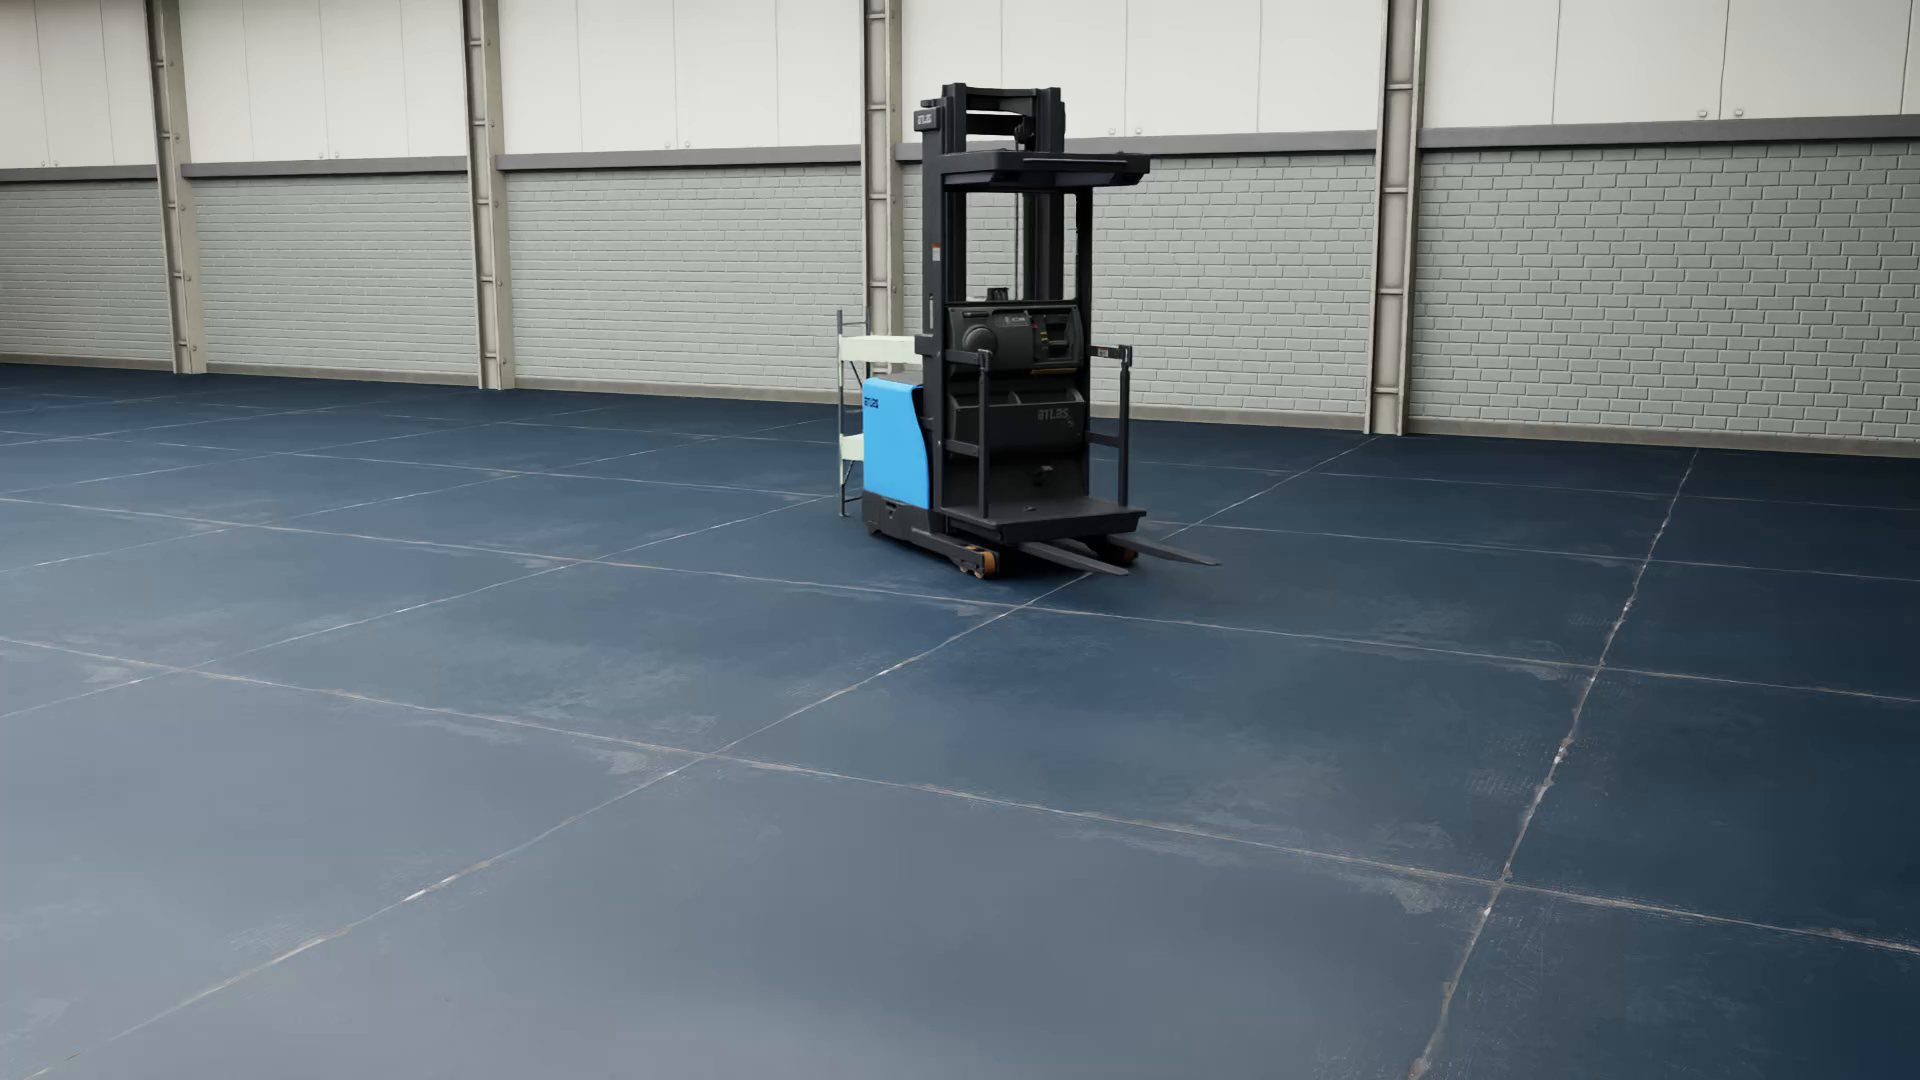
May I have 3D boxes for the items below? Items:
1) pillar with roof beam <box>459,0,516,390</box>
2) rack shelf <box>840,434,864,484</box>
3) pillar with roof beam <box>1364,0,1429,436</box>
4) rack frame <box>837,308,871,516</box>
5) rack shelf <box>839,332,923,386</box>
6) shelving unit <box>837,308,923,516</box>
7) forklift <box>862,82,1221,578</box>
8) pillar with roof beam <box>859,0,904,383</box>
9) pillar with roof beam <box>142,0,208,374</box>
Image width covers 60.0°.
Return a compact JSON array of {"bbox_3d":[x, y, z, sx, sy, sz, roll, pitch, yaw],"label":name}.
[{"bbox_3d":[-8.203,-5.807,18.046,0.400,9.000,9.100,5,11,26],"label":"pillar with roof beam"},{"bbox_3d":[-0.457,-0.587,12.095,0.720,0.370,0.431,6,12,30],"label":"rack shelf"},{"bbox_3d":[2.558,-4.861,12.821,0.400,9.000,9.100,5,11,26],"label":"pillar with roof beam"},{"bbox_3d":[-0.771,-0.942,12.222,0.023,1.500,0.400,6,12,30],"label":"rack frame"},{"bbox_3d":[-0.457,-1.292,11.967,0.720,0.370,0.431,6,12,30],"label":"rack shelf"},{"bbox_3d":[-0.457,-0.908,12.037,0.755,1.500,0.431,6,12,30],"label":"shelving unit"},{"bbox_3d":[0.455,-1.303,10.198,1.130,2.935,3.031,-5,12,-27],"label":"forklift"},{"bbox_3d":[-2.823,-5.334,15.434,0.400,9.000,9.100,5,11,26],"label":"pillar with roof beam"},{"bbox_3d":[-13.584,-6.279,20.659,0.400,9.000,9.100,5,11,26],"label":"pillar with roof beam"}]
